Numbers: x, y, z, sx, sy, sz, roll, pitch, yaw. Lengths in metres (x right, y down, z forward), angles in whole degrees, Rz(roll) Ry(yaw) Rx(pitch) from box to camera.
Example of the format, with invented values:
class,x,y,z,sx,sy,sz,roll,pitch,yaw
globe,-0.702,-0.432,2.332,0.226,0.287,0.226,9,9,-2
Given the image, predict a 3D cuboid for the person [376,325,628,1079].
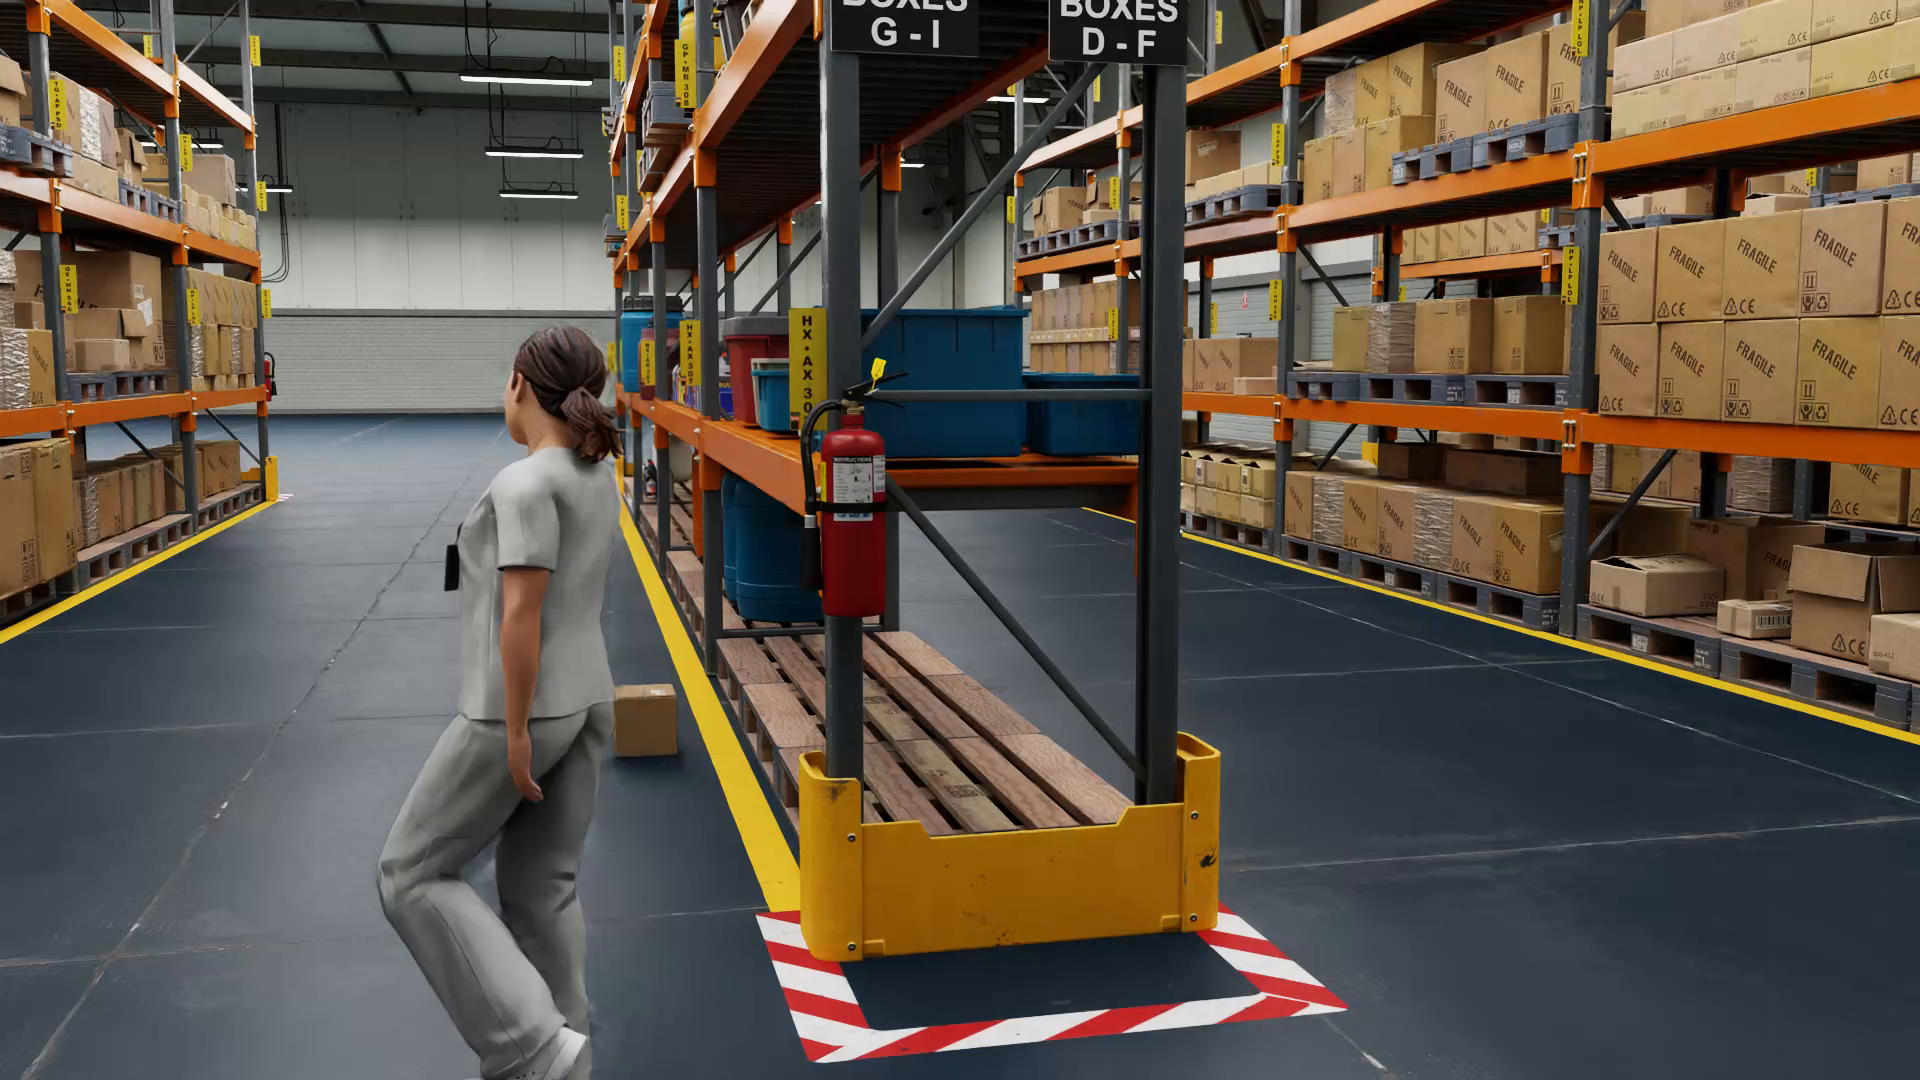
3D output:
class,x,y,z,sx,sy,sz,roll,pitch,yaw
person,-0.912,0.388,3.456,0.440,1.659,0.500,2,6,17
